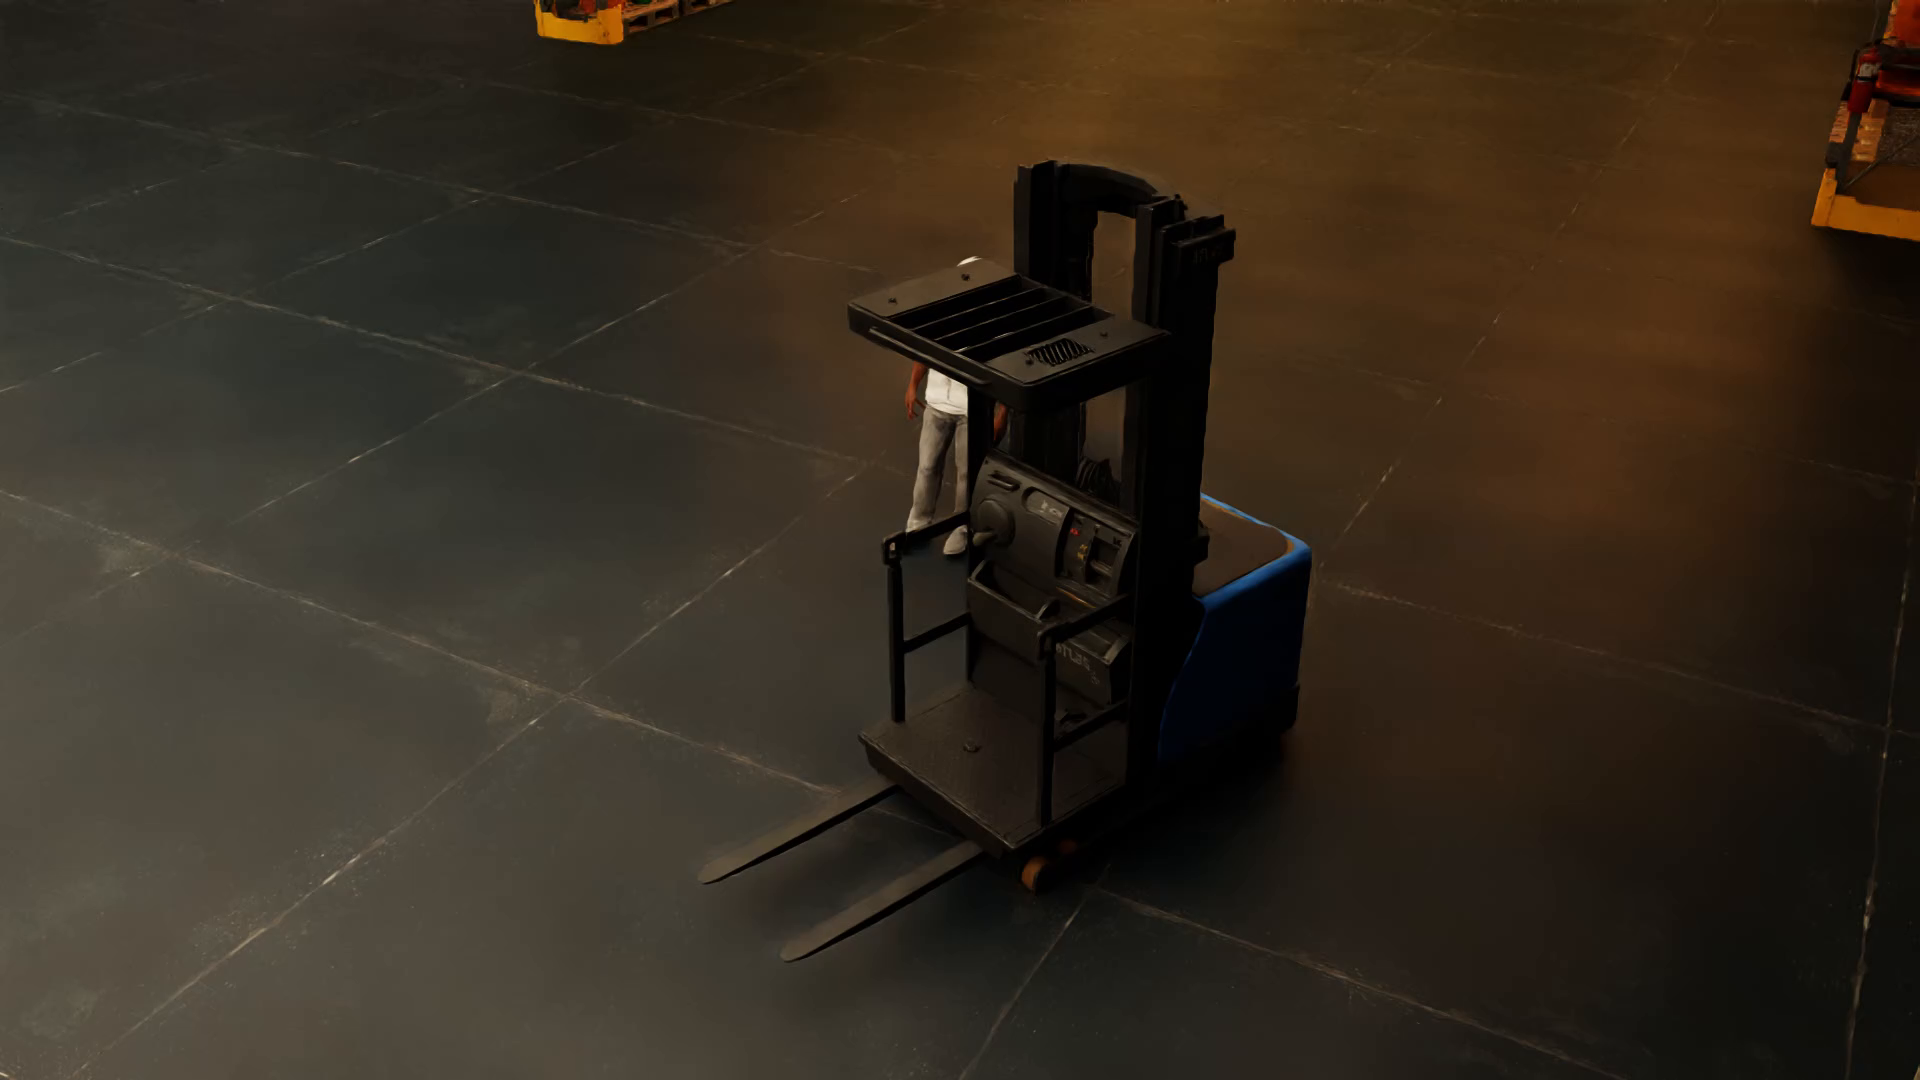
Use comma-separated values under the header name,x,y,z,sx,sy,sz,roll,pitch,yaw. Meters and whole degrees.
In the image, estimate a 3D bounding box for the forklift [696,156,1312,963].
name,x,y,z,sx,sy,sz,roll,pitch,yaw
forklift,0.233,-0.014,7.095,3.031,2.935,1.130,-24,37,-35

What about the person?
name,x,y,z,sx,sy,sz,roll,pitch,yaw
person,-0.039,-0.742,9.507,0.665,1.766,0.576,15,33,25
